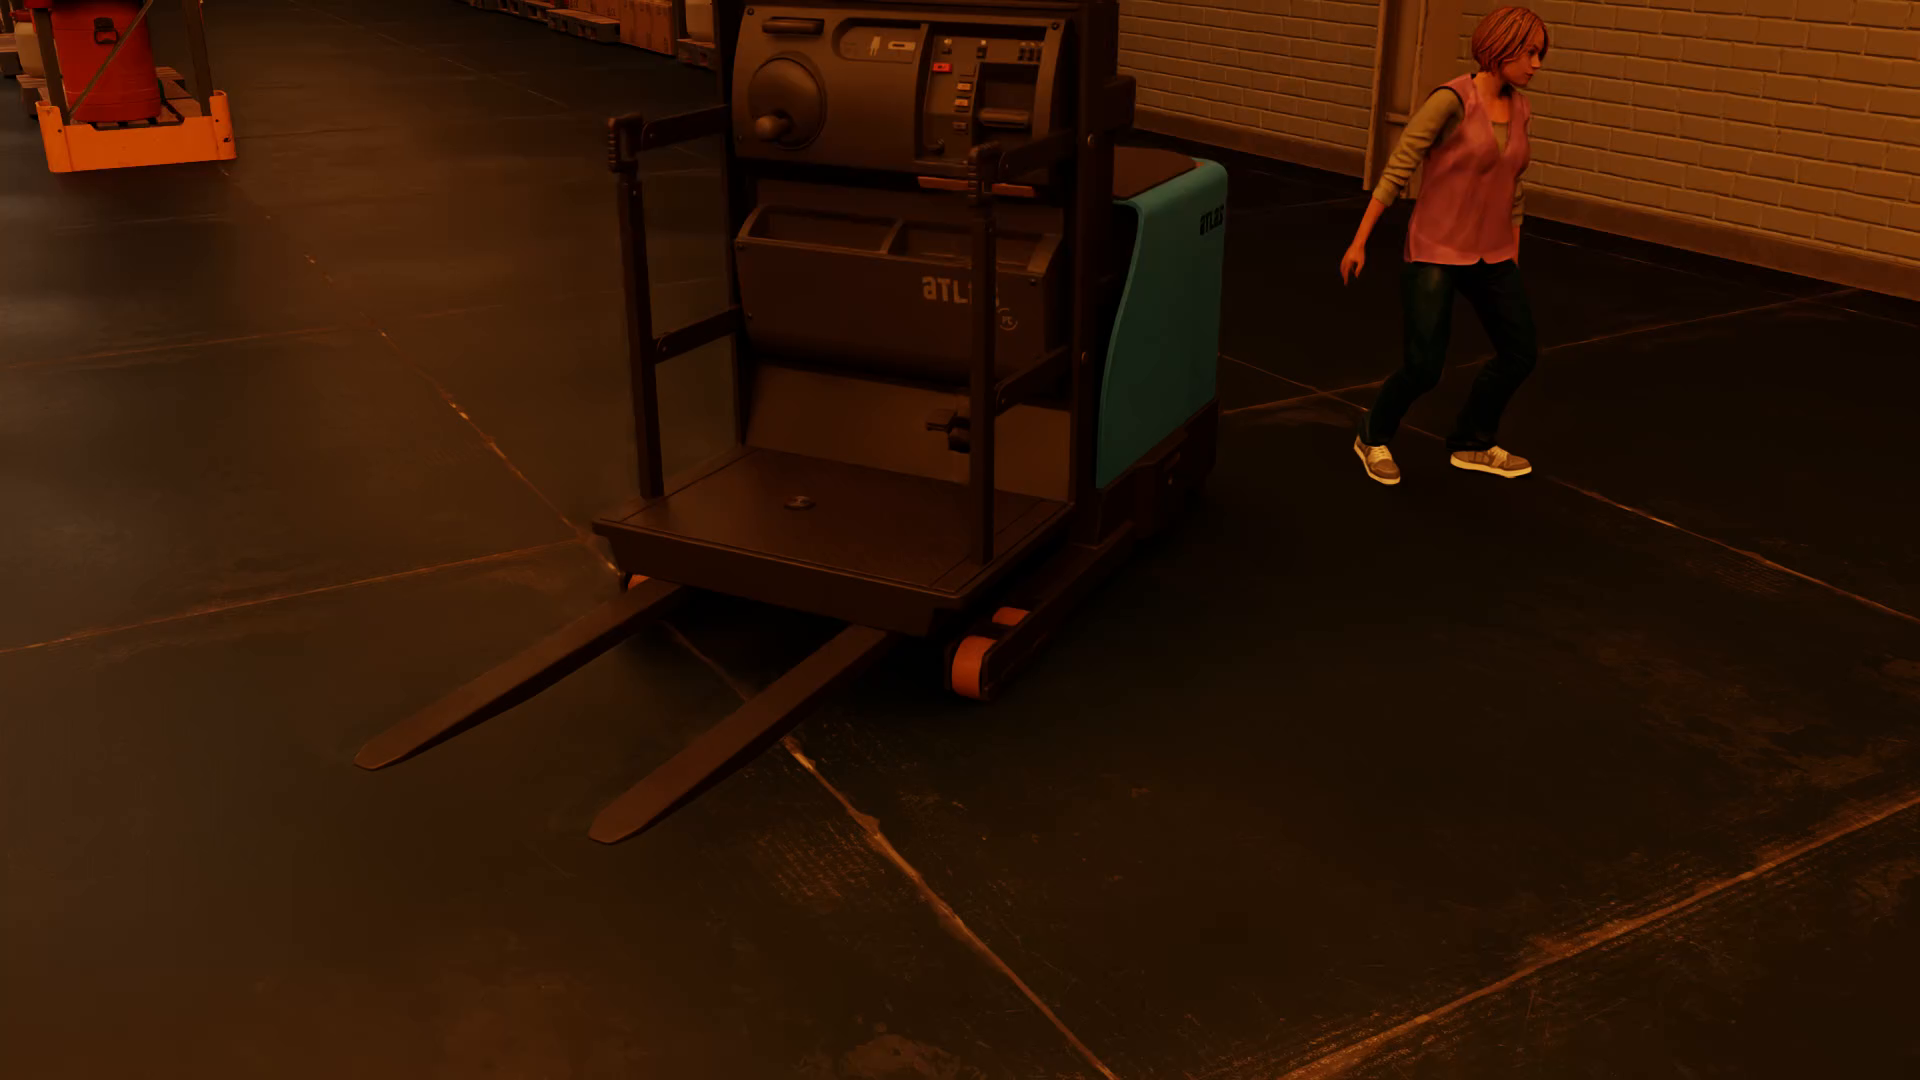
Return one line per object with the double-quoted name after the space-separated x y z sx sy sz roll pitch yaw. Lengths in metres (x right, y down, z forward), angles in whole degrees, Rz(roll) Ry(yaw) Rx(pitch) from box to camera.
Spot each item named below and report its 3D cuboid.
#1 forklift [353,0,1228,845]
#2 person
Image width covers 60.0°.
-0.267 -1.144 4.062 1.130 2.935 3.031 11 25 25 "forklift"
1.564 -0.922 5.367 0.734 1.532 0.410 -7 23 -17 "person"
